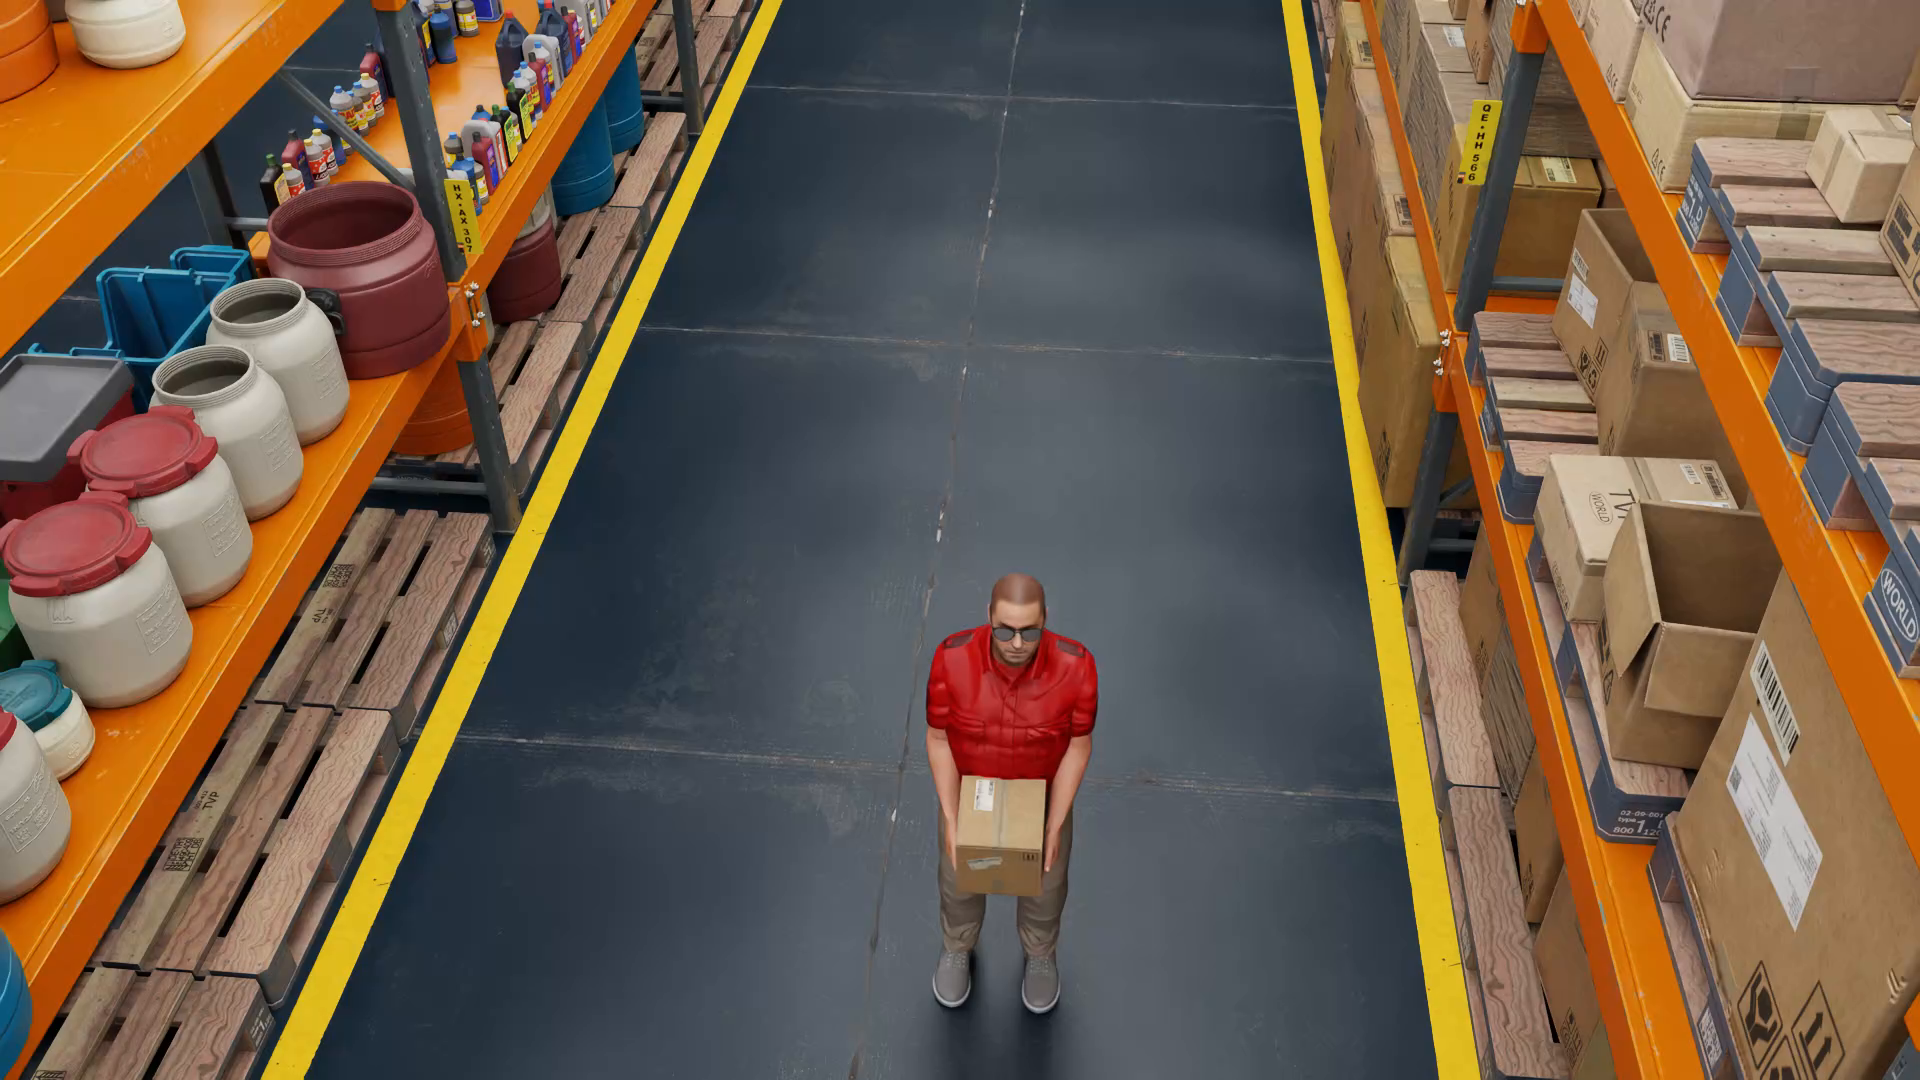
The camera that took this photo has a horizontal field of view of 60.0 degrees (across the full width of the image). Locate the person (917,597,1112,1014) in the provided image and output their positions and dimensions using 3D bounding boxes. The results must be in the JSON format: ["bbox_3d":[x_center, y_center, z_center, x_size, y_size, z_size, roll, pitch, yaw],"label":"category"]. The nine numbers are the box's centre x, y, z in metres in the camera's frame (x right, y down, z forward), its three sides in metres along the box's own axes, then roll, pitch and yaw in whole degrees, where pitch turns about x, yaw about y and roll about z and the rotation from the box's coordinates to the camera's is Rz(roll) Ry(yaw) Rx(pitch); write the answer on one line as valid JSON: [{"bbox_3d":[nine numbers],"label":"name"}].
[{"bbox_3d":[0.161,0.812,5.192,0.605,1.728,0.385,1,40,2],"label":"person"}]
